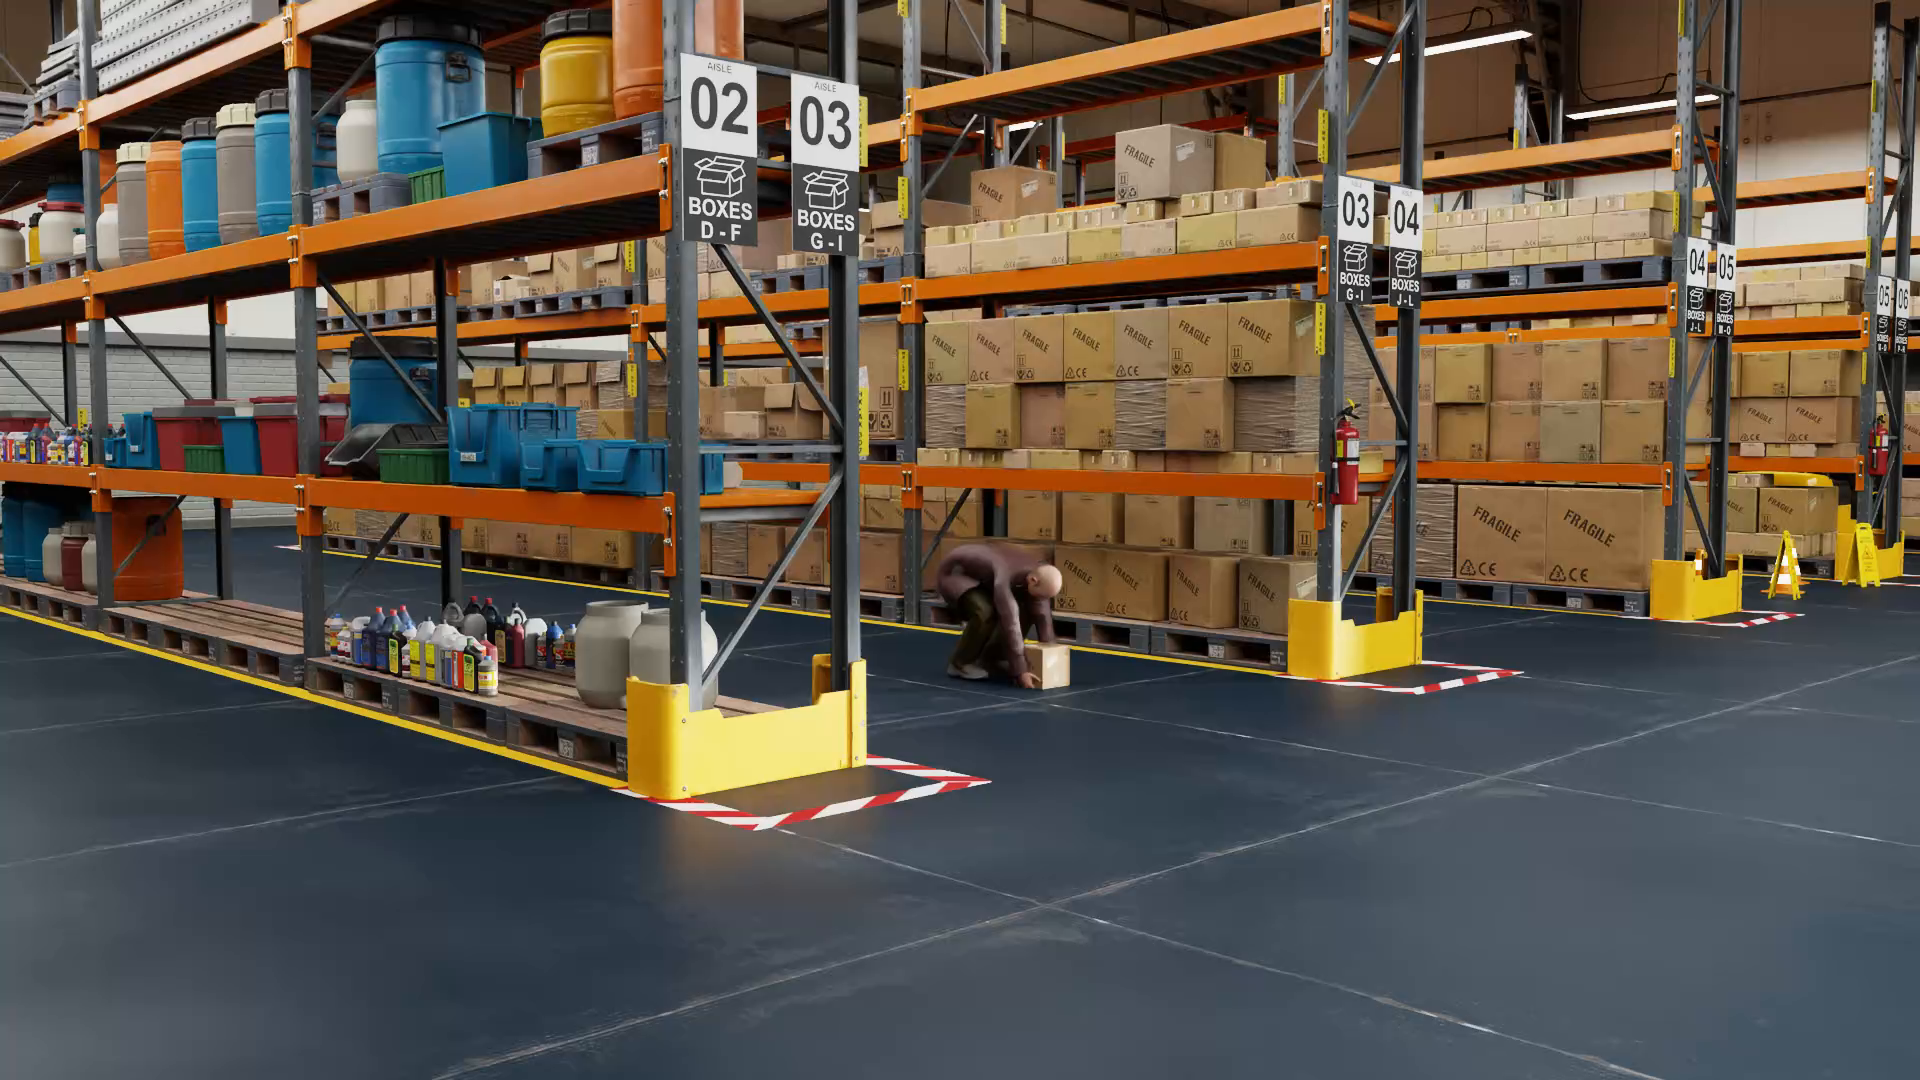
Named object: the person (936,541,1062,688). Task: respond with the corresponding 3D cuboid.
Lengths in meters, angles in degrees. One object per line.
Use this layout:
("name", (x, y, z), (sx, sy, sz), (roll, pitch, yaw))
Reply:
("person", (0.258, 0.465, 10.640), (0.953, 0.897, 0.581), (4, 5, 44))
